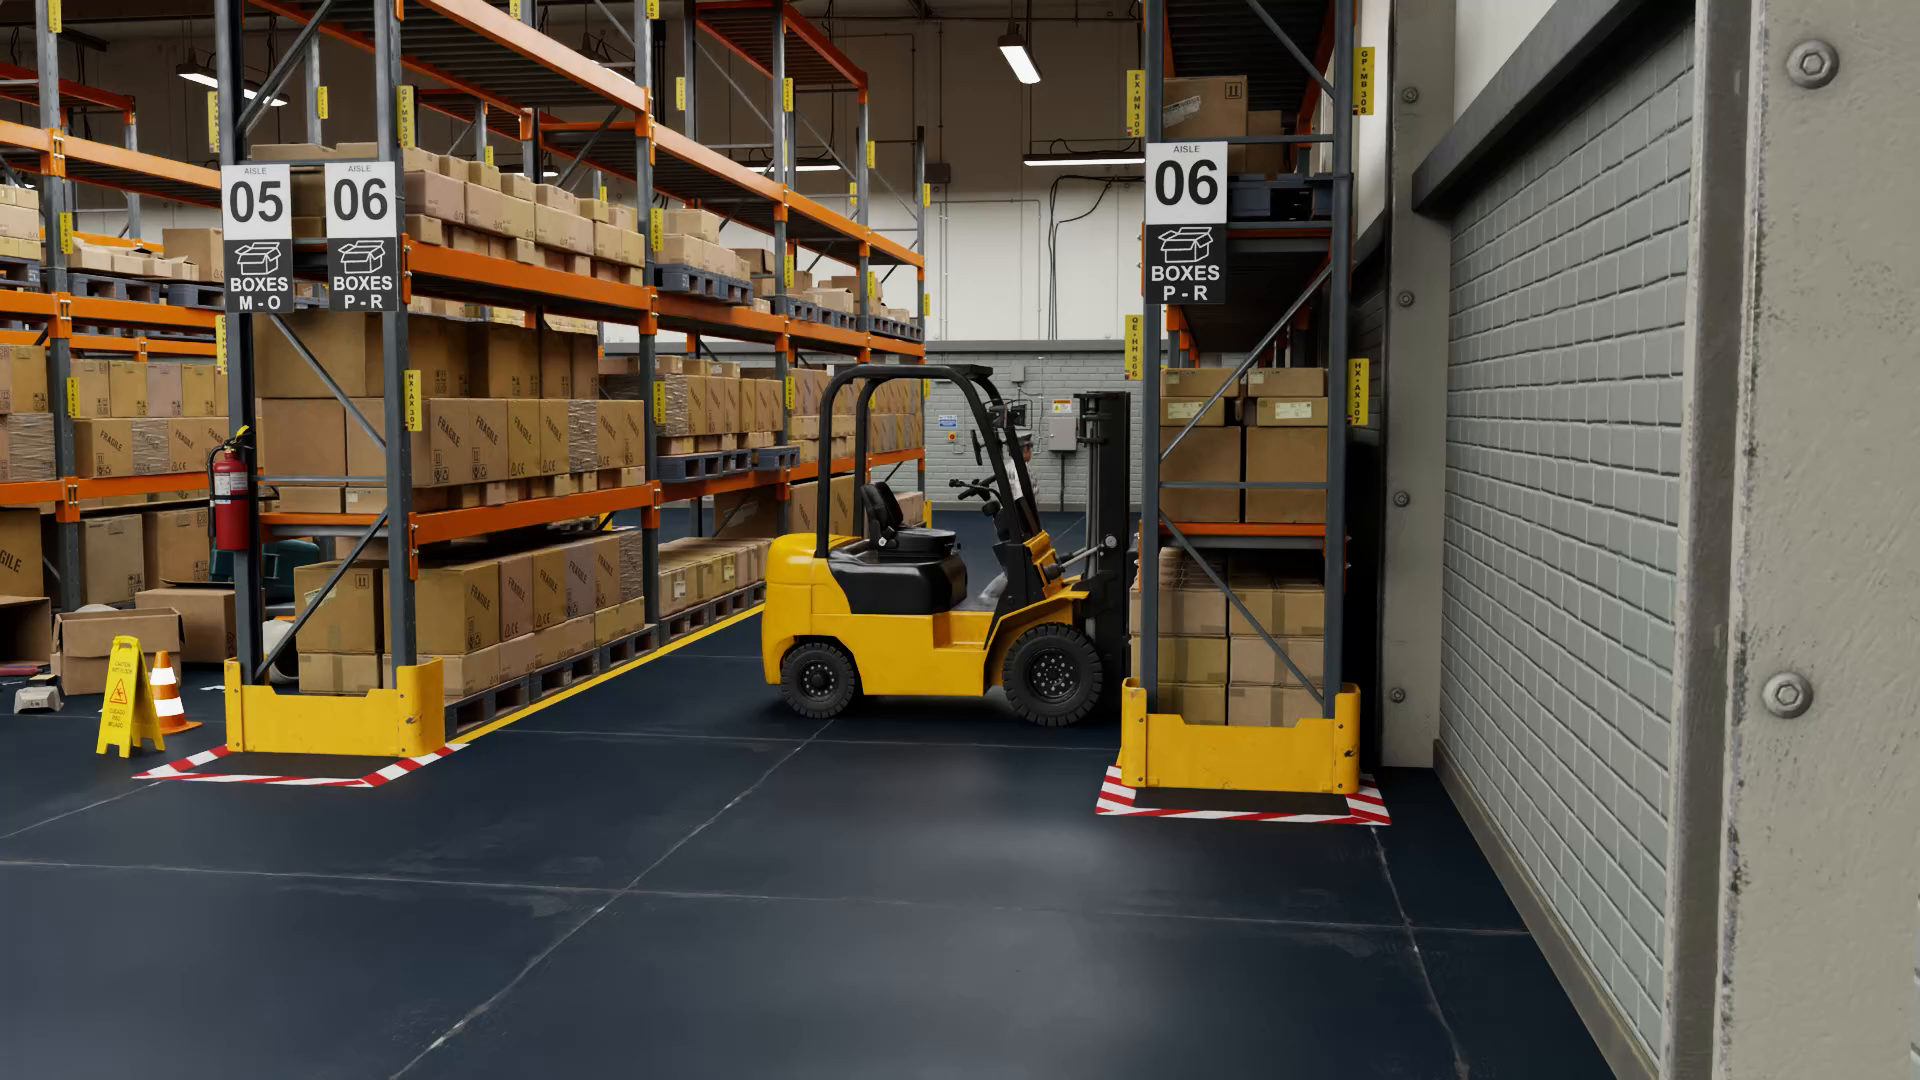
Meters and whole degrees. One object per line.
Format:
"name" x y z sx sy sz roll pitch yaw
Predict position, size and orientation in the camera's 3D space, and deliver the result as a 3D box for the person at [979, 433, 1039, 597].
"person" 0.412 -0.086 14.316 0.655 1.667 0.500 -1 5 -11
